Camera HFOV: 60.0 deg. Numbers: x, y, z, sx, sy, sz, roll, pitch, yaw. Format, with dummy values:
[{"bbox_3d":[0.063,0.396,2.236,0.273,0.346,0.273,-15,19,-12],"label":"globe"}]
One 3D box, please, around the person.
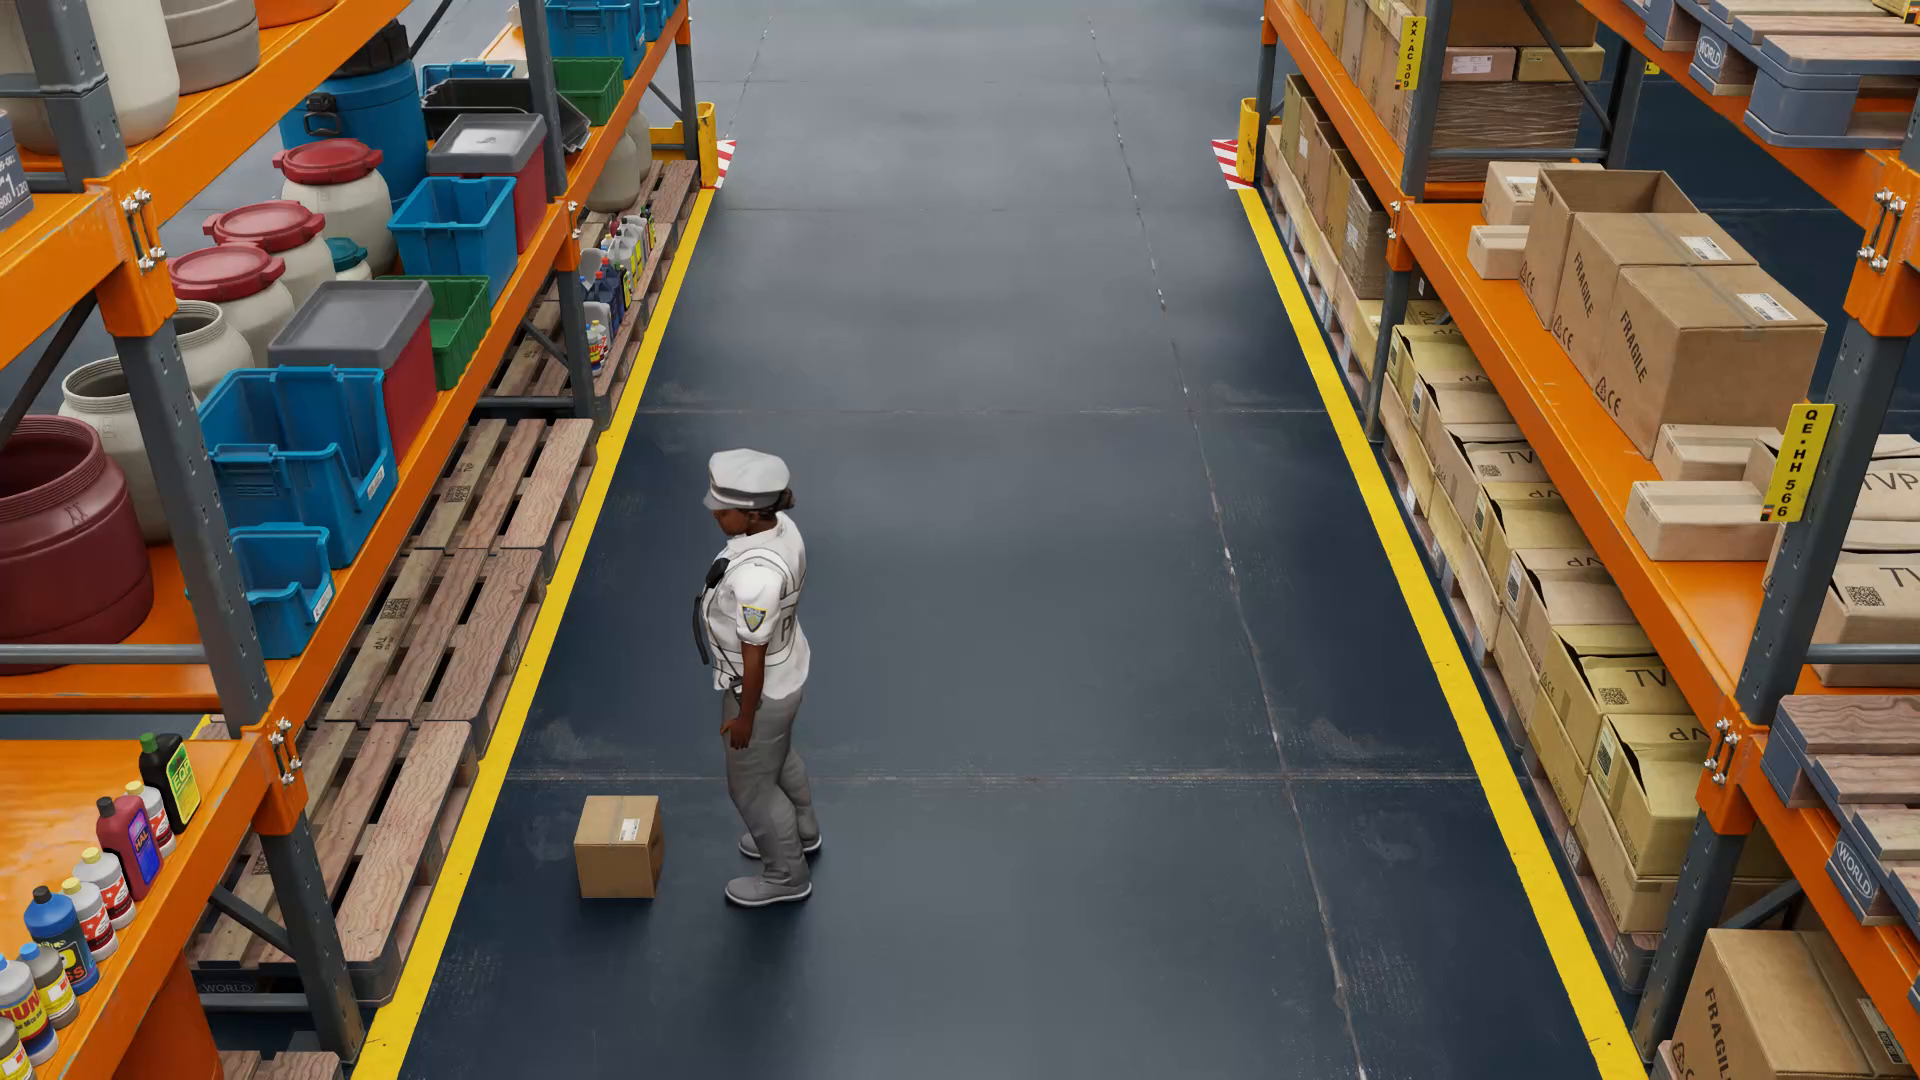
[{"bbox_3d":[-0.651,0.469,5.382,0.342,1.665,0.435,1,32,1],"label":"person"}]
